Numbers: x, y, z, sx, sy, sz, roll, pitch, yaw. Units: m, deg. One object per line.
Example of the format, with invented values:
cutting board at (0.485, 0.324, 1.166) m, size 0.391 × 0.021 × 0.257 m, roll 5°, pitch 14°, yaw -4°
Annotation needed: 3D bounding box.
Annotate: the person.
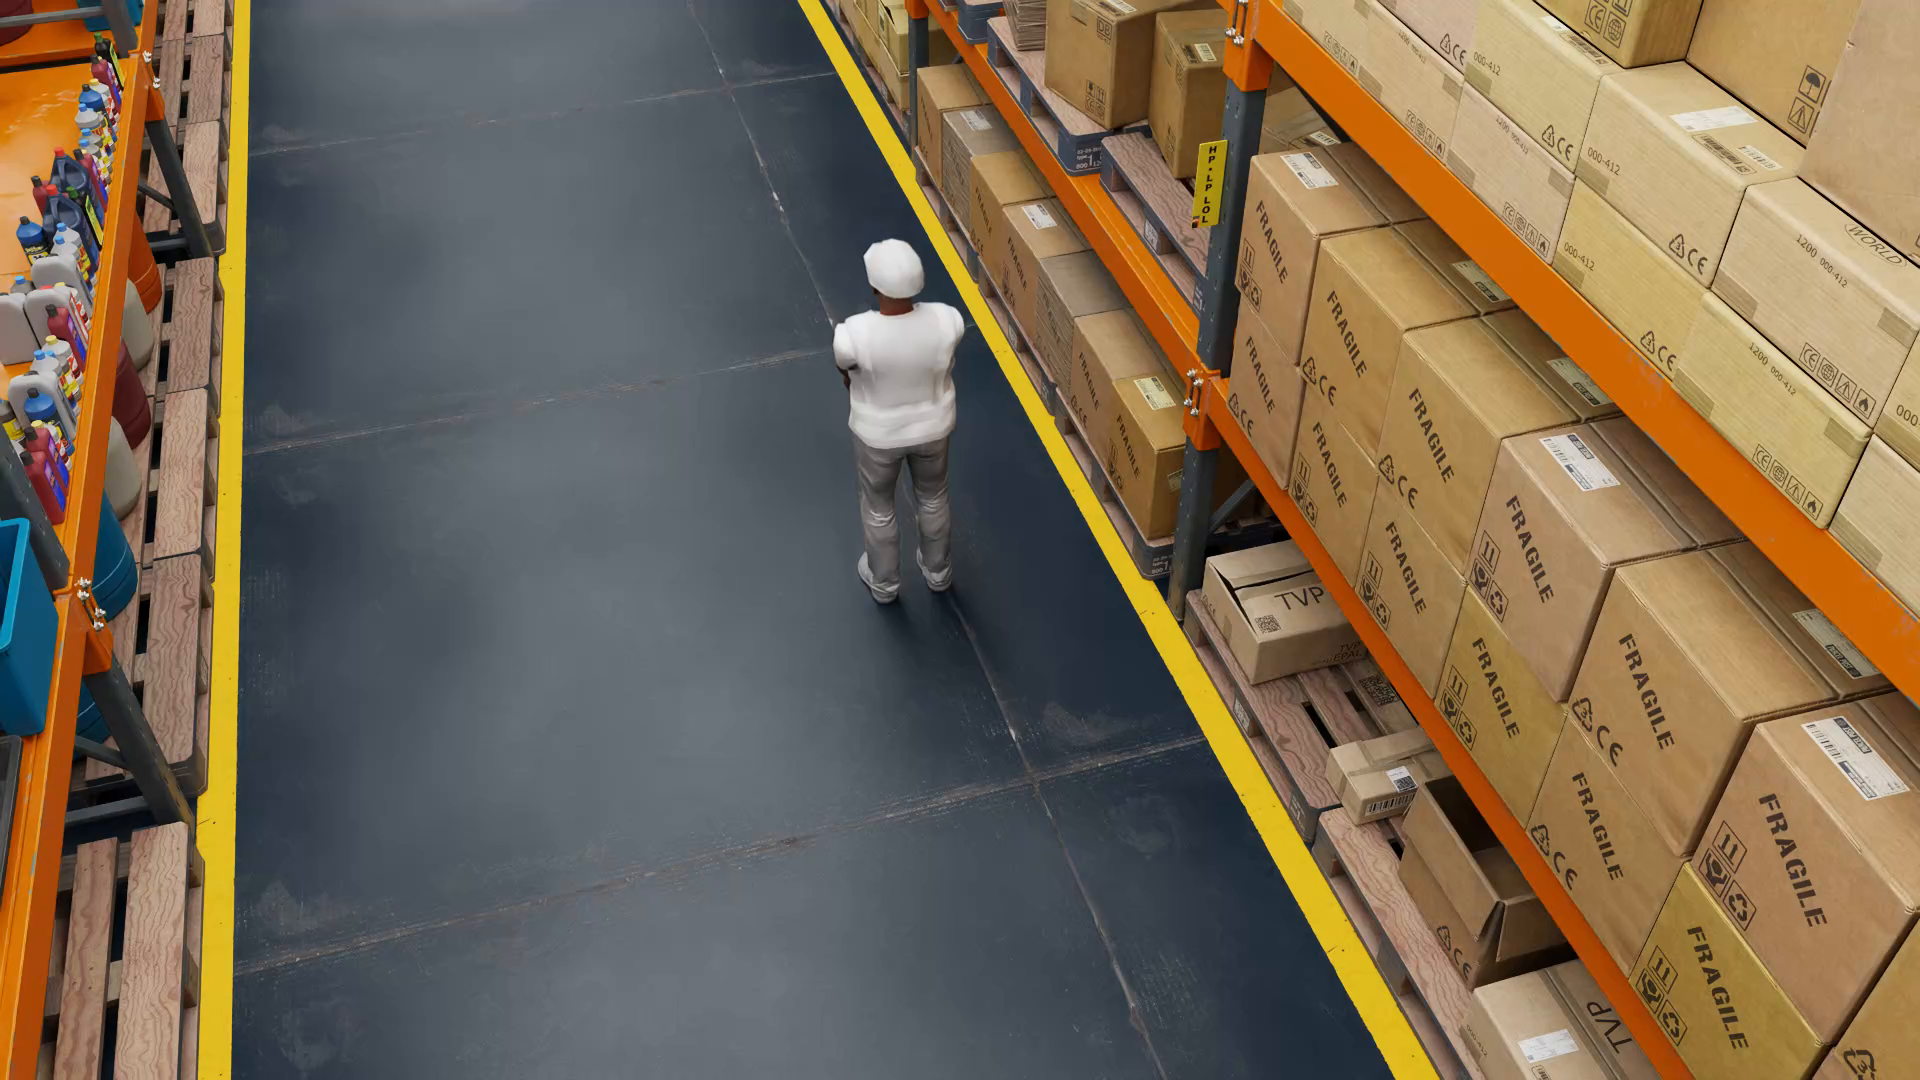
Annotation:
person at (-0.269, -0.524, 6.729) m, size 0.503 × 1.760 × 0.587 m, roll -11°, pitch 43°, yaw -12°
